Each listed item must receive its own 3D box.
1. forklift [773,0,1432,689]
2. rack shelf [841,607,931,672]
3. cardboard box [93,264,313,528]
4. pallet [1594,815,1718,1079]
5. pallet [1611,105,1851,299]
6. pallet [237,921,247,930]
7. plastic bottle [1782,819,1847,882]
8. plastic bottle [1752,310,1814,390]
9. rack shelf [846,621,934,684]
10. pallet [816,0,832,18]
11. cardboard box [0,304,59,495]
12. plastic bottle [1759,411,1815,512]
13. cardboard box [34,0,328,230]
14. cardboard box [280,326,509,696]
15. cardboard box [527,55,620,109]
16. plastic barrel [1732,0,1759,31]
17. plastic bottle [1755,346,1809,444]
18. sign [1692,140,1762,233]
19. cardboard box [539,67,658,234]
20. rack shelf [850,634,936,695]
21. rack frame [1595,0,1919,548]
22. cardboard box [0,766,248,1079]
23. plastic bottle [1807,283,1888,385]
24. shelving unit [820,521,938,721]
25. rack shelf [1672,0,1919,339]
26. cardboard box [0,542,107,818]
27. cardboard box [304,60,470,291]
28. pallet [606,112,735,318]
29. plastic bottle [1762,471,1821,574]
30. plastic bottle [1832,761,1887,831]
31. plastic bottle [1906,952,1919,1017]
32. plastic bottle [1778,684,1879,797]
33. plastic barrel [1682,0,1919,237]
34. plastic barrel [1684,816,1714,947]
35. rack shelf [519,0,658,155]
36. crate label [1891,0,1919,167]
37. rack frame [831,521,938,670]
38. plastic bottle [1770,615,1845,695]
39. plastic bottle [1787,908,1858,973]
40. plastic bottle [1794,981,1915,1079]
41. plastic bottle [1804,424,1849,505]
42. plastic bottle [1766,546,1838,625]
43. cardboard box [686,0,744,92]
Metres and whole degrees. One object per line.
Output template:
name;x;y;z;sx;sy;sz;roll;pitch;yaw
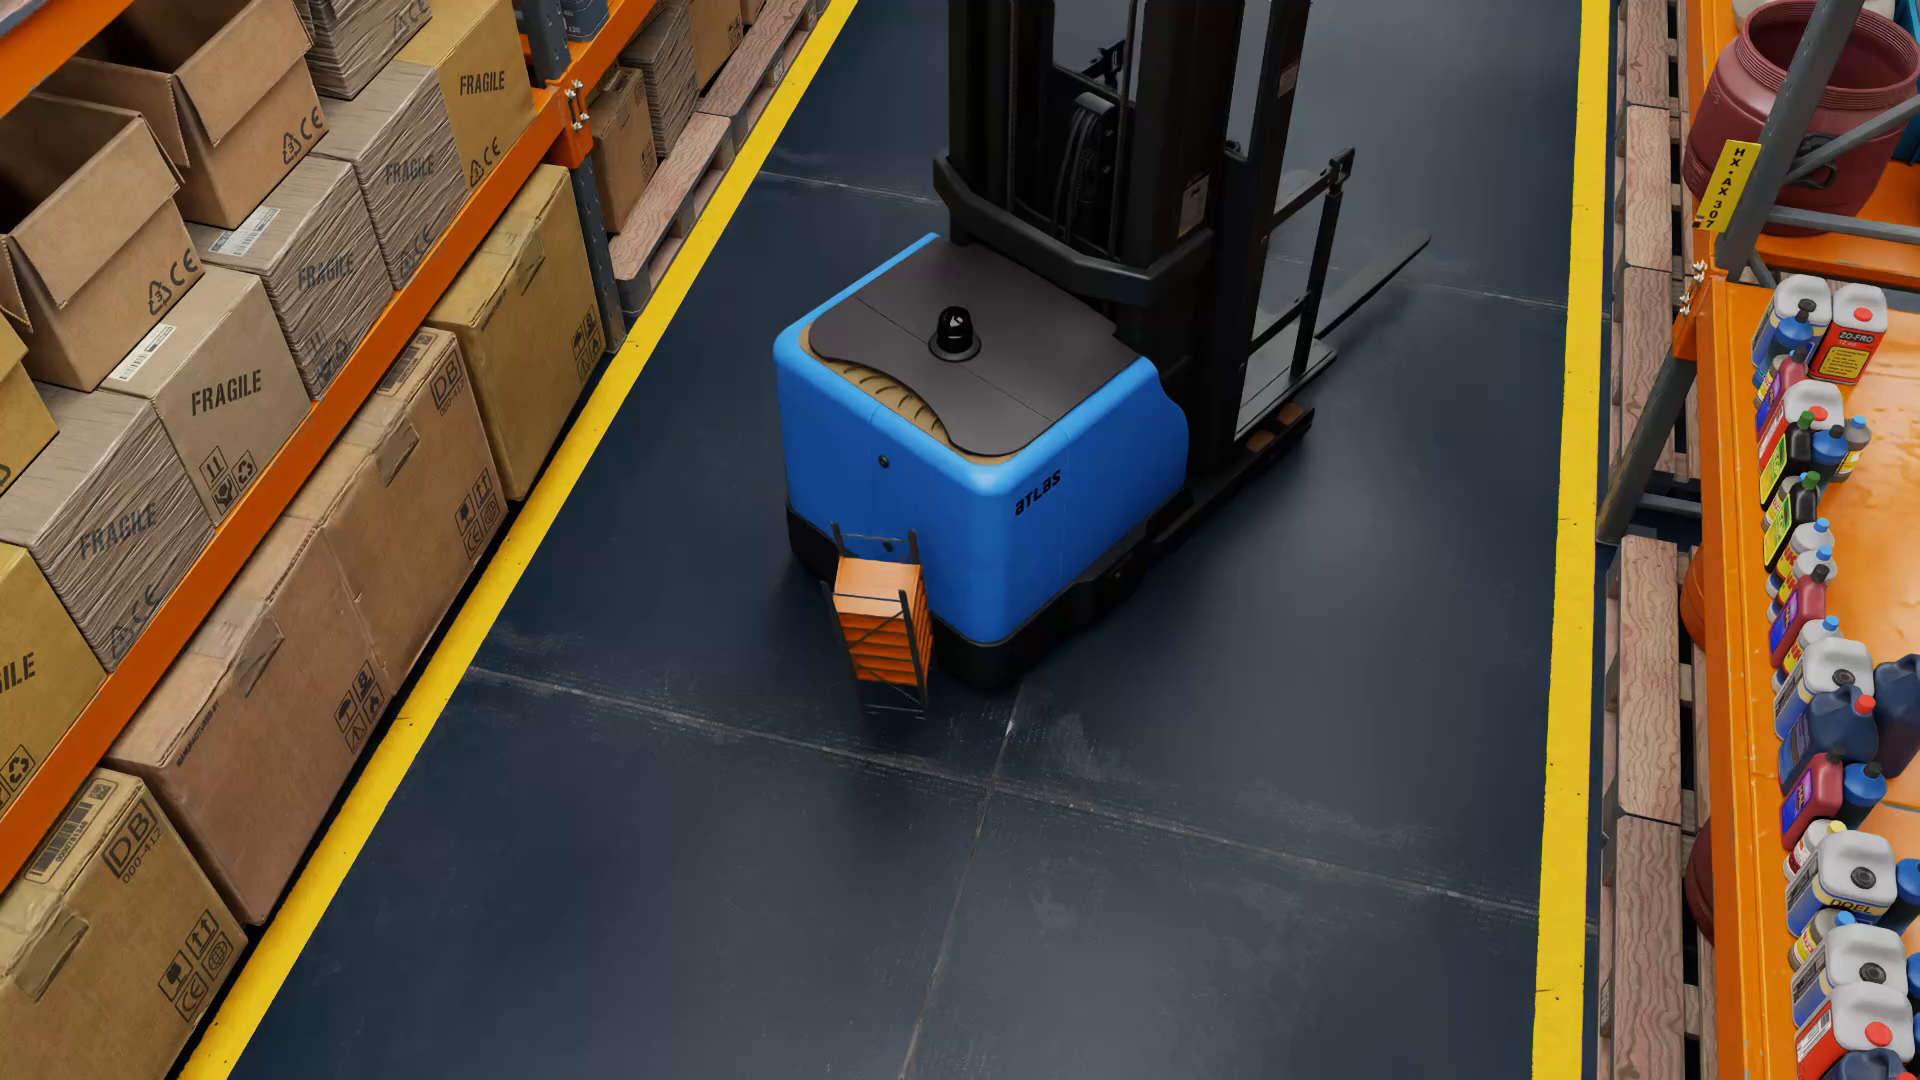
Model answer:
forklift;0.744;-1.476;5.597;1.130;2.935;3.031;35;57;27
rack shelf;-0.230;0.301;5.239;0.258;0.103;0.180;6;67;5
cardboard box;-2.196;-0.425;4.558;0.500;0.500;0.500;12;50;11
pallet;2.388;1.457;4.823;1.003;0.211;1.213;12;50;10
pallet;3.443;-1.433;7.374;1.003;0.211;1.213;12;50;10
pallet;-2.822;1.342;4.925;1.003;0.211;1.213;12;50;10
plastic bottle;1.947;0.703;3.761;0.097;0.201;0.097;0;49;0
plastic bottle;2.396;-0.554;4.824;0.097;0.271;0.097;0;49;0
rack shelf;-0.225;0.348;5.350;0.258;0.103;0.180;6;67;5
pallet;-1.050;-3.308;9.029;1.003;0.211;1.213;12;50;10
cardboard box;-2.600;-0.331;3.805;0.797;0.503;0.637;12;50;10
plastic bottle;2.252;-0.213;4.516;0.061;0.283;0.133;12;50;10
cardboard box;-2.282;-1.270;4.634;0.797;0.503;0.637;13;50;11
cardboard box;-2.343;-0.199;5.562;1.225;0.875;0.875;12;50;10
cardboard box;-1.752;-1.958;6.851;0.500;0.250;0.500;13;50;12
plastic barrel;3.054;-2.052;5.986;0.421;0.512;0.421;0;49;0
plastic bottle;2.322;-0.407;4.687;0.061;0.283;0.133;12;50;10
sign;2.346;-1.081;5.095;0.100;0.325;0.005;12;50;10
cardboard box;-1.743;-1.708;7.131;0.700;0.500;0.500;9;49;8
rack shelf;-0.220;0.396;5.460;0.258;0.103;0.180;6;67;5
rack frame;2.879;-0.924;5.065;1.000;3.000;0.127;12;50;10
cardboard box;-2.803;1.089;4.425;1.225;0.875;0.875;12;50;10
plastic bottle;2.600;-0.604;4.865;0.152;0.276;0.135;12;50;10
shelving unit;-0.232;0.283;5.199;0.258;1.200;0.189;6;67;5
rack shelf;3.405;-2.132;6.611;1.077;0.370;4.000;12;50;10
cardboard box;-2.459;0.312;3.907;0.500;0.500;0.500;12;50;10
cardboard box;-1.927;-1.169;5.214;0.500;0.500;0.500;11;50;10
pallet;-1.693;-1.543;7.471;1.003;0.211;1.213;12;50;10
plastic bottle;2.191;-0.047;4.368;0.061;0.283;0.133;12;50;10
plastic bottle;2.041;0.595;3.810;0.097;0.271;0.097;0;49;0
plastic bottle;2.007;0.948;3.499;0.097;0.271;0.097;0;49;0
plastic bottle;2.042;0.460;3.877;0.144;0.351;0.185;12;50;10
plastic barrel;2.709;-1.364;5.363;0.600;0.536;0.708;12;50;10
plastic barrel;2.469;0.909;4.775;0.600;0.588;0.708;12;50;10
rack shelf;-1.373;-3.110;7.474;1.077;0.370;4.000;12;50;10
crate label;3.401;-1.601;5.639;0.502;0.435;0.616;12;50;10
rack frame;-0.220;0.200;5.234;0.240;1.200;0.006;6;67;5
plastic bottle;2.092;0.282;4.086;0.097;0.271;0.097;0;49;0
plastic bottle;1.886;0.871;3.613;0.097;0.201;0.097;0;49;0
plastic bottle;1.847;1.033;3.421;0.152;0.276;0.135;12;50;10
plastic bottle;2.333;-0.207;4.518;0.097;0.271;0.097;0;49;0
plastic bottle;2.153;0.115;4.234;0.097;0.271;0.097;0;49;0
cardboard box;-1.466;-2.523;7.850;0.700;0.500;0.500;15;50;13
